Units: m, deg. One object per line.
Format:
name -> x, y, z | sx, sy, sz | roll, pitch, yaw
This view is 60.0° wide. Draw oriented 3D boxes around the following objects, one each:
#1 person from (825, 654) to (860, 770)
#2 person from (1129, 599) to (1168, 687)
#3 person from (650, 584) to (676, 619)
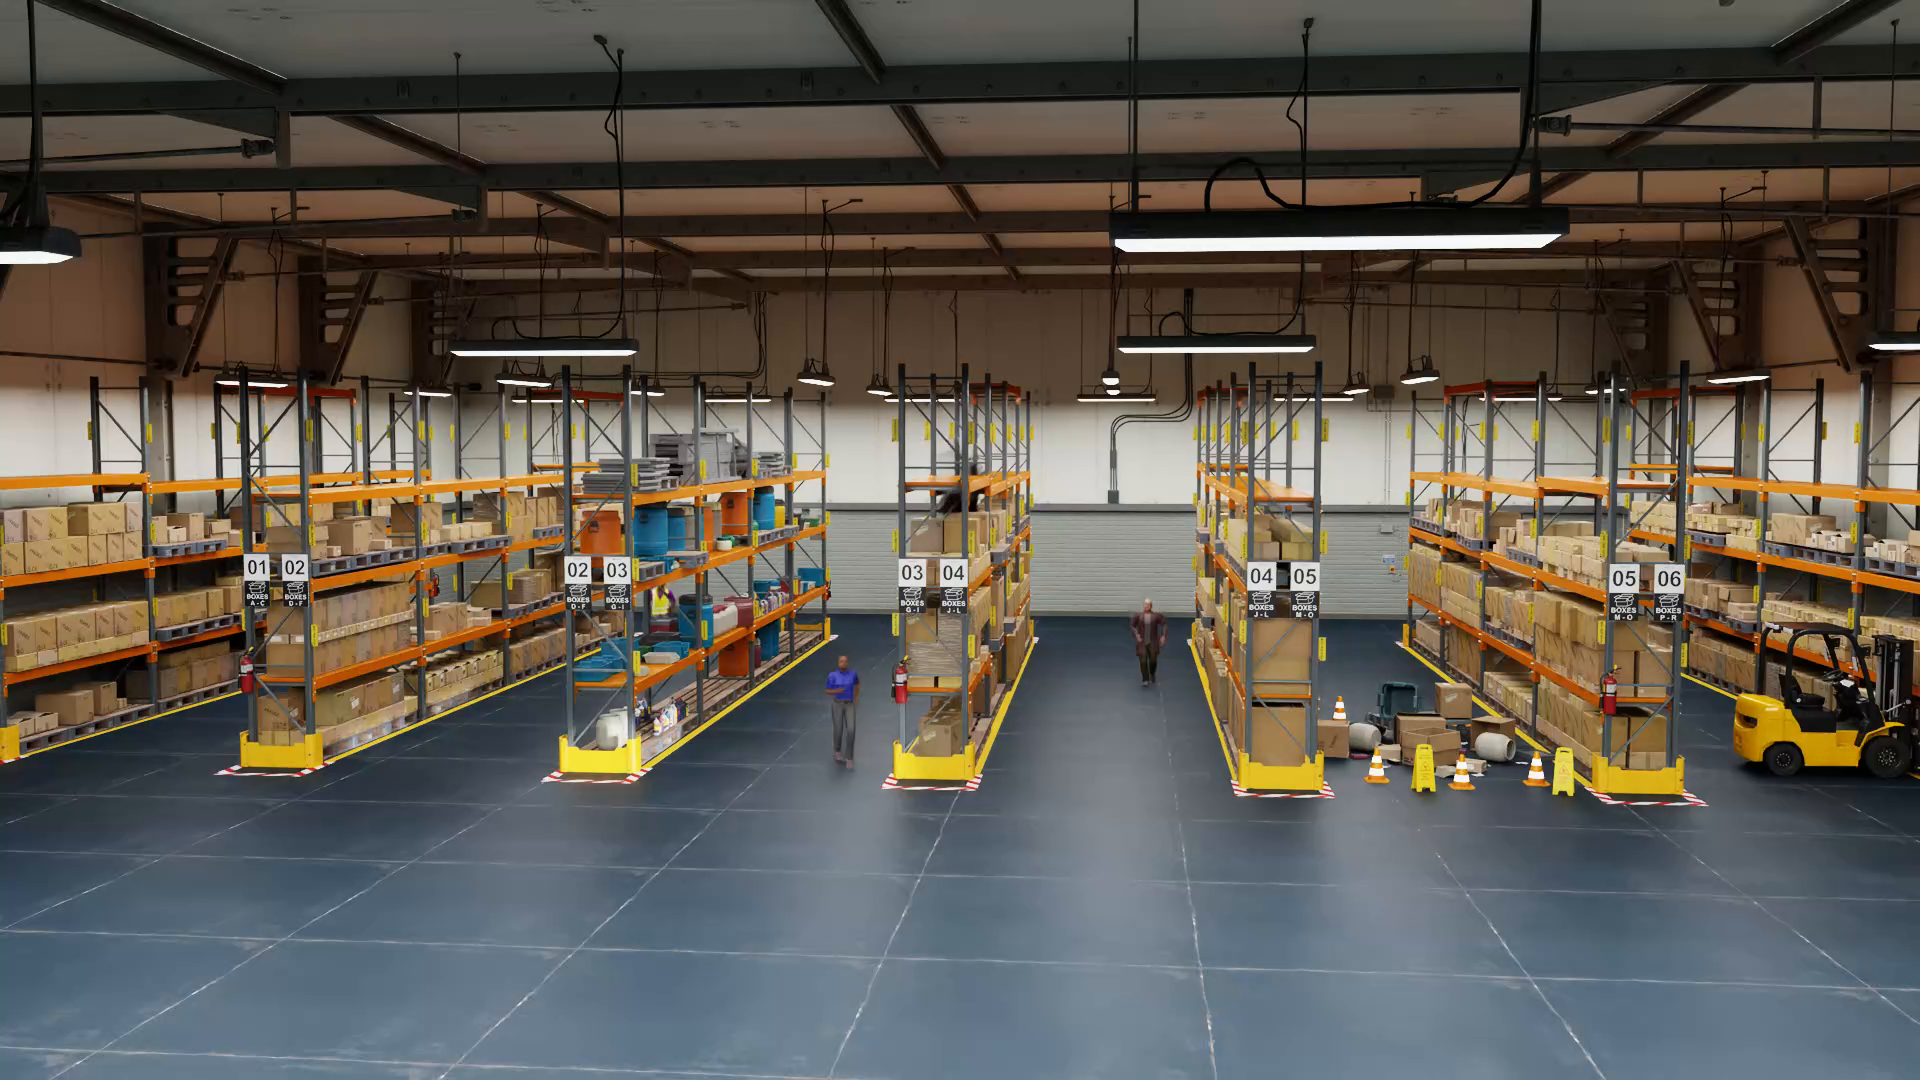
person -> -1.753, 2.562, 25.014 | 0.564, 1.705, 0.752 | -1, 4, -11
person -> 3.708, 2.027, 32.787 | 0.759, 1.729, 0.660 | 0, 4, 7
person -> -6.863, 1.707, 38.080 | 0.705, 1.719, 0.585 | -1, 4, -10
